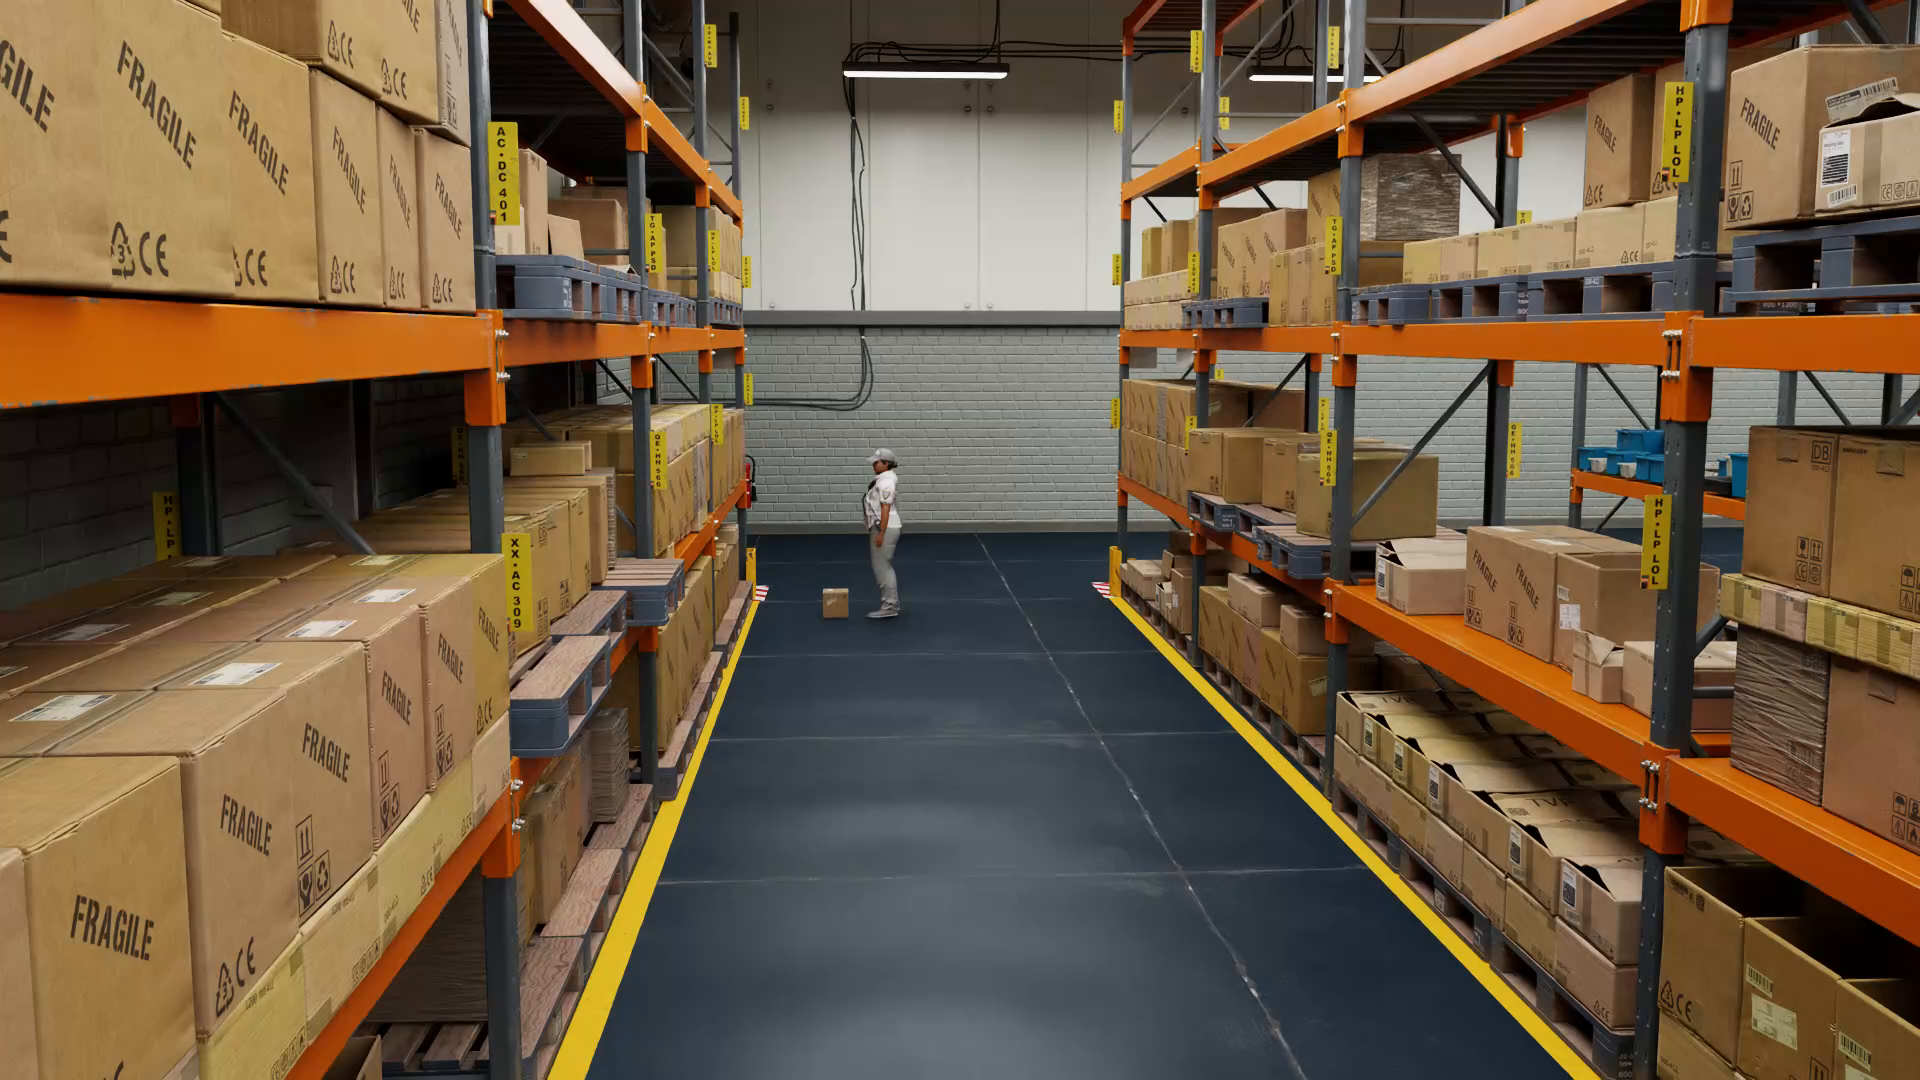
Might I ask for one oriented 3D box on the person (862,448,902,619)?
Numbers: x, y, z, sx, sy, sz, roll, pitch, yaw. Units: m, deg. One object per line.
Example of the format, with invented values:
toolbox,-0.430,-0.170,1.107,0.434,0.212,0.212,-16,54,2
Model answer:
person,-0.766,-0.062,16.367,0.391,1.682,0.467,0,7,-2
